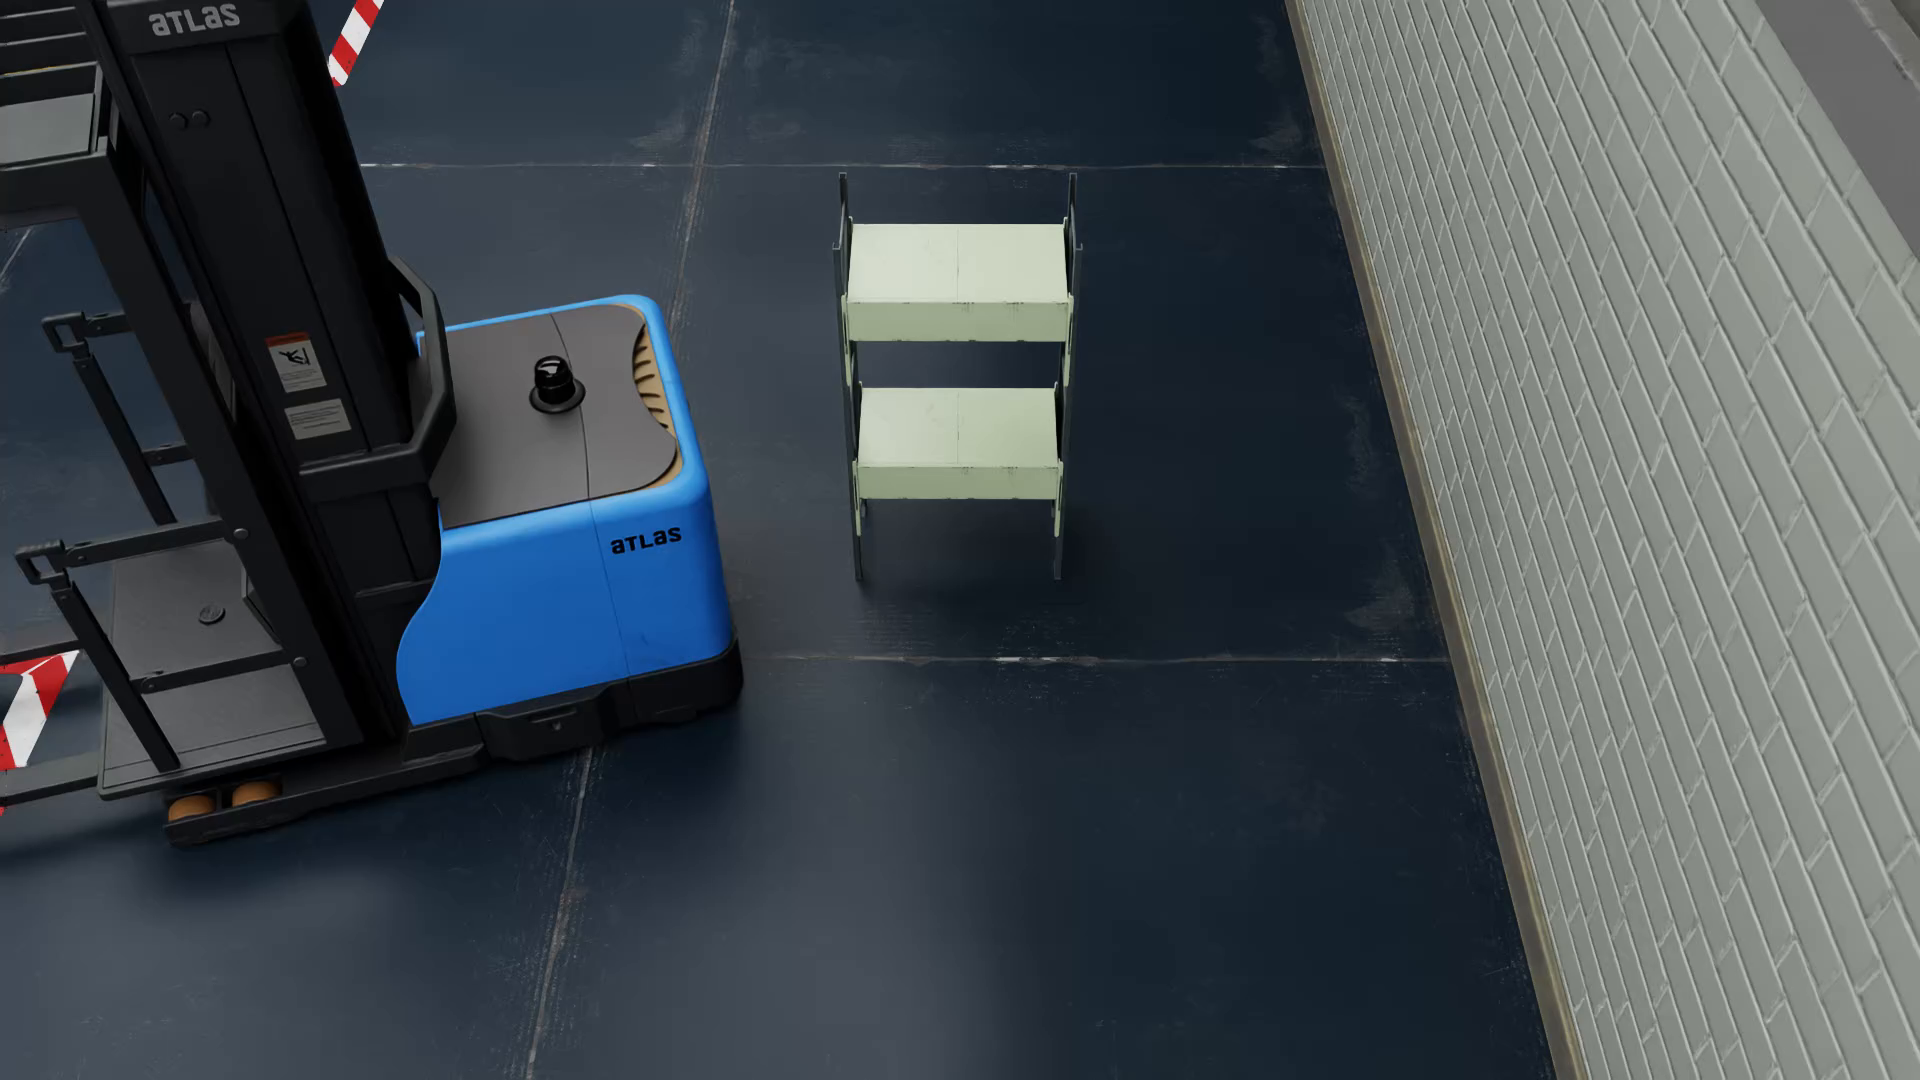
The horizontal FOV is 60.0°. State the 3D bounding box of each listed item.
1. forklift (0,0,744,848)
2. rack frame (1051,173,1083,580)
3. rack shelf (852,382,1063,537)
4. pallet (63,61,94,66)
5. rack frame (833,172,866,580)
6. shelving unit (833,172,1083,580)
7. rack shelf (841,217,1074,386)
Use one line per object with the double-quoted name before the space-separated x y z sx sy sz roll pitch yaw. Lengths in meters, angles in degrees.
"forklift" -2.317 -0.459 4.675 3.031 2.935 1.130 -12 48 -11
"rack frame" 0.359 -0.510 5.700 0.023 1.500 0.400 0 47 0
"rack shelf" -0.007 -0.289 5.940 0.720 0.370 0.431 0 47 0
"pallet" -4.794 -2.862 8.770 1.213 0.211 1.003 0 47 0
"rack frame" -0.373 -0.512 5.702 0.023 1.500 0.400 0 47 0
"shelving unit" -0.007 -0.511 5.701 0.755 1.500 0.431 0 47 0
"rack shelf" -0.007 -0.777 5.415 0.720 0.370 0.431 0 47 0
